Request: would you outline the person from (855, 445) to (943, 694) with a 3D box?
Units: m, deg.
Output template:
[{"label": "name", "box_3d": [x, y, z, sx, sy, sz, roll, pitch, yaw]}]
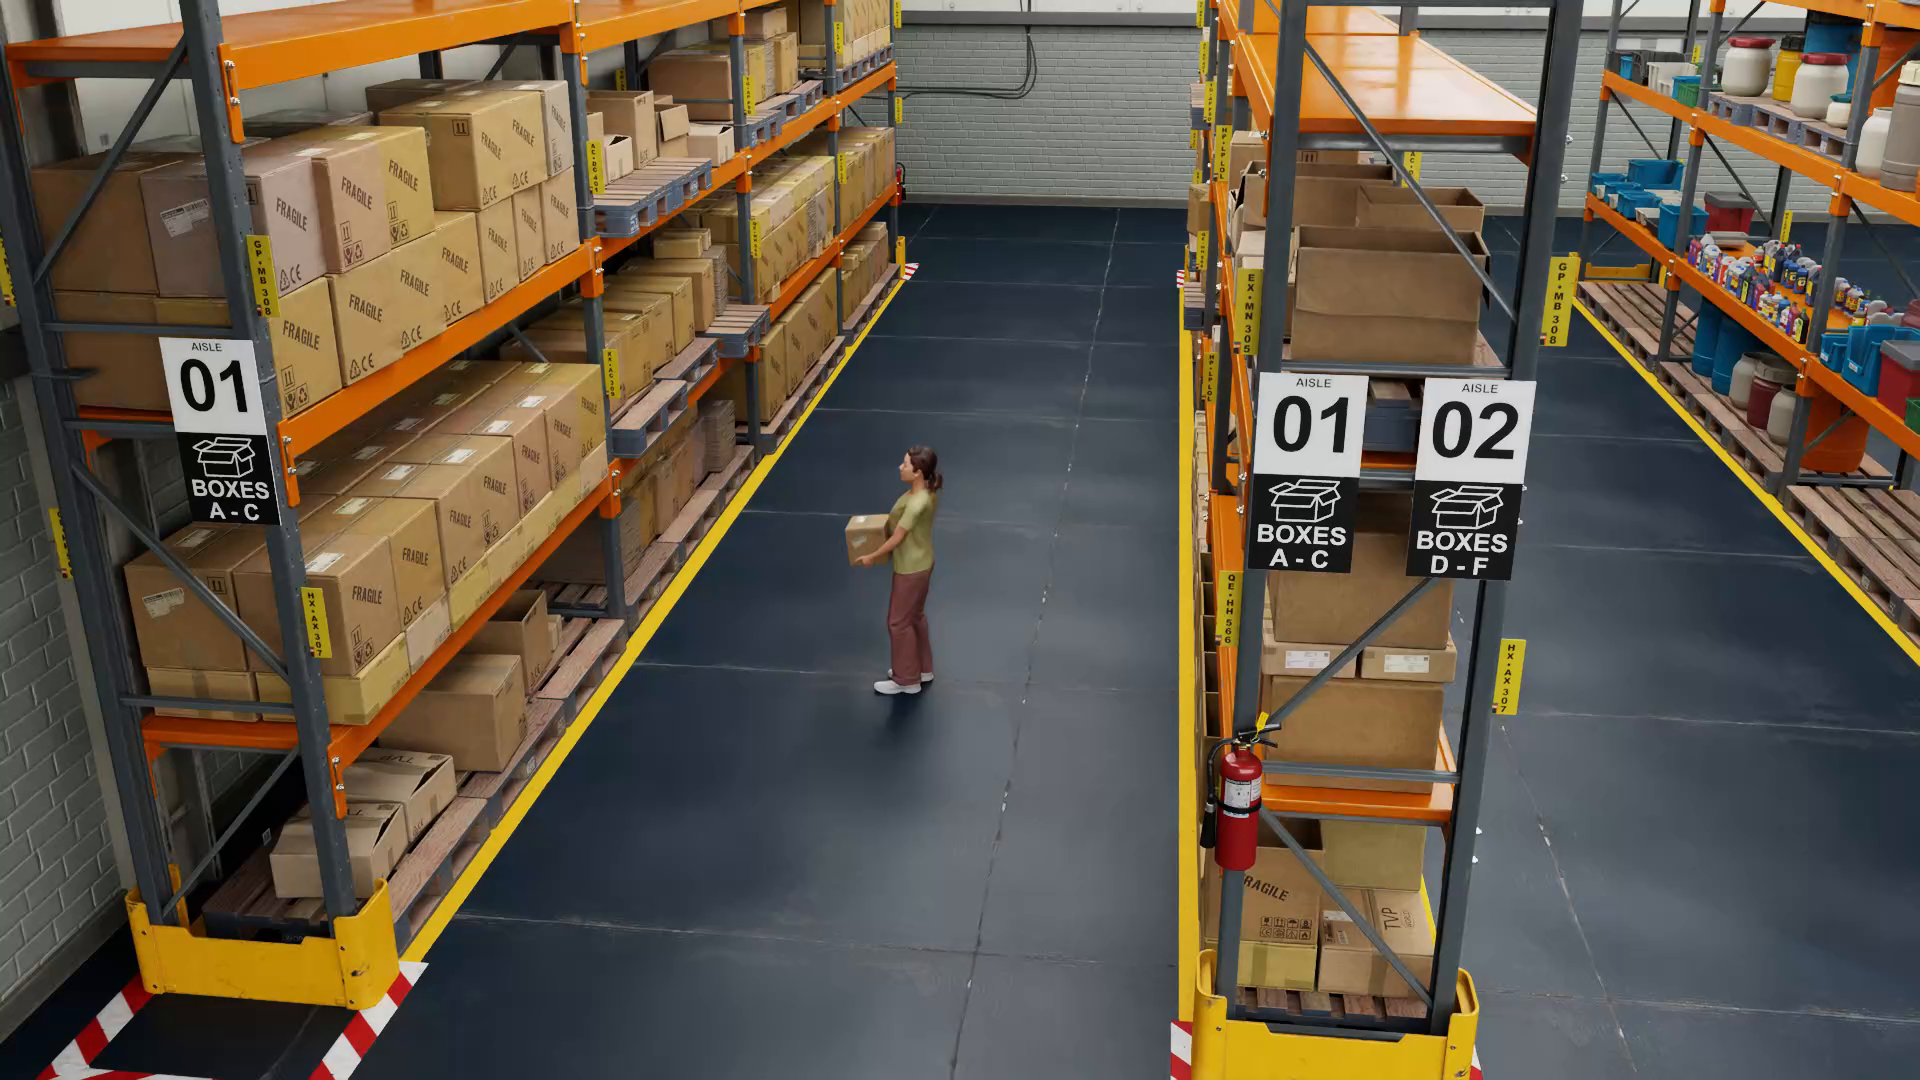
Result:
[{"label": "person", "box_3d": [-0.373, 0.184, 10.631, 0.558, 1.664, 0.425, 3, 21, 7]}]
